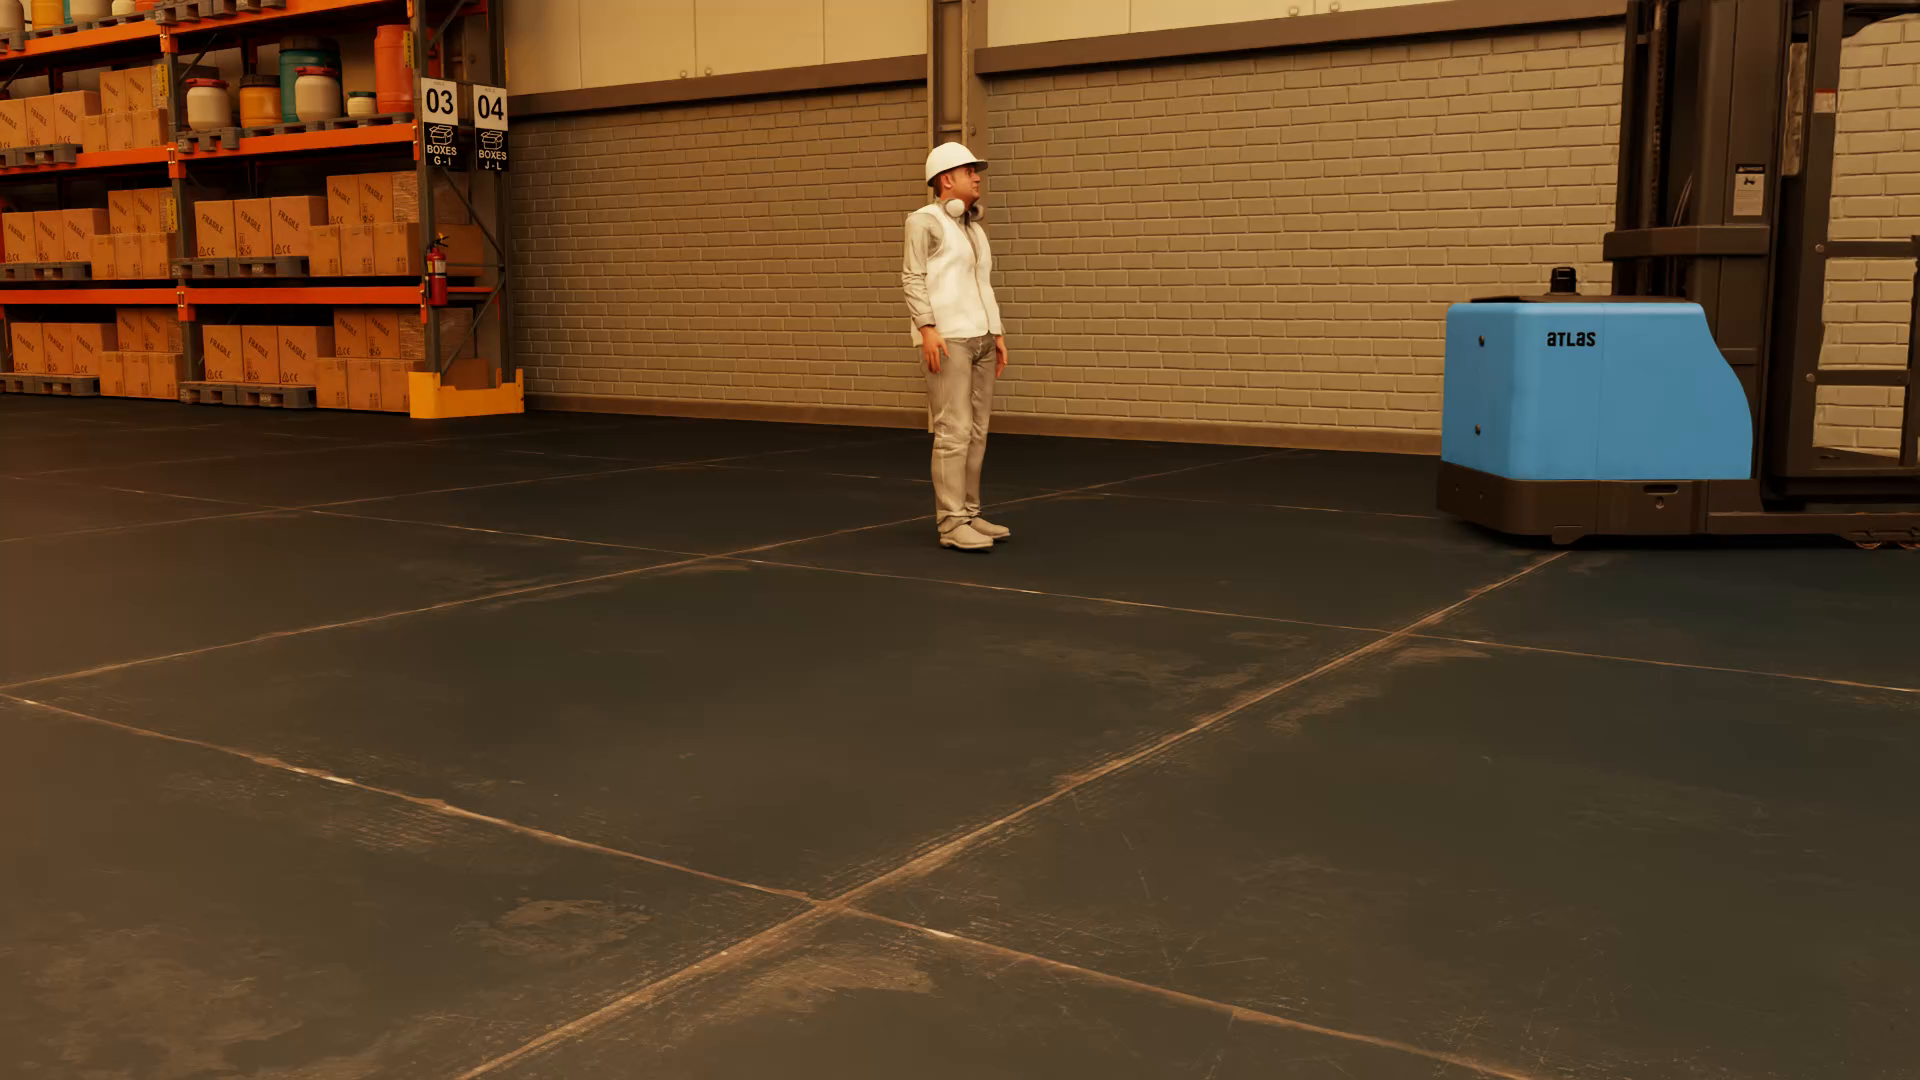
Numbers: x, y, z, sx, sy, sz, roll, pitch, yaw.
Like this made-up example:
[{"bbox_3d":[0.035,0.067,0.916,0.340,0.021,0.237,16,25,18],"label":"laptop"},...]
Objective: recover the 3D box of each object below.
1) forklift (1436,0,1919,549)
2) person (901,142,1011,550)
[{"bbox_3d":[3.875,-1.484,7.630,3.031,2.935,1.130,0,8,-3],"label":"forklift"},{"bbox_3d":[0.048,-0.880,7.437,0.566,1.775,0.634,5,10,34],"label":"person"}]
